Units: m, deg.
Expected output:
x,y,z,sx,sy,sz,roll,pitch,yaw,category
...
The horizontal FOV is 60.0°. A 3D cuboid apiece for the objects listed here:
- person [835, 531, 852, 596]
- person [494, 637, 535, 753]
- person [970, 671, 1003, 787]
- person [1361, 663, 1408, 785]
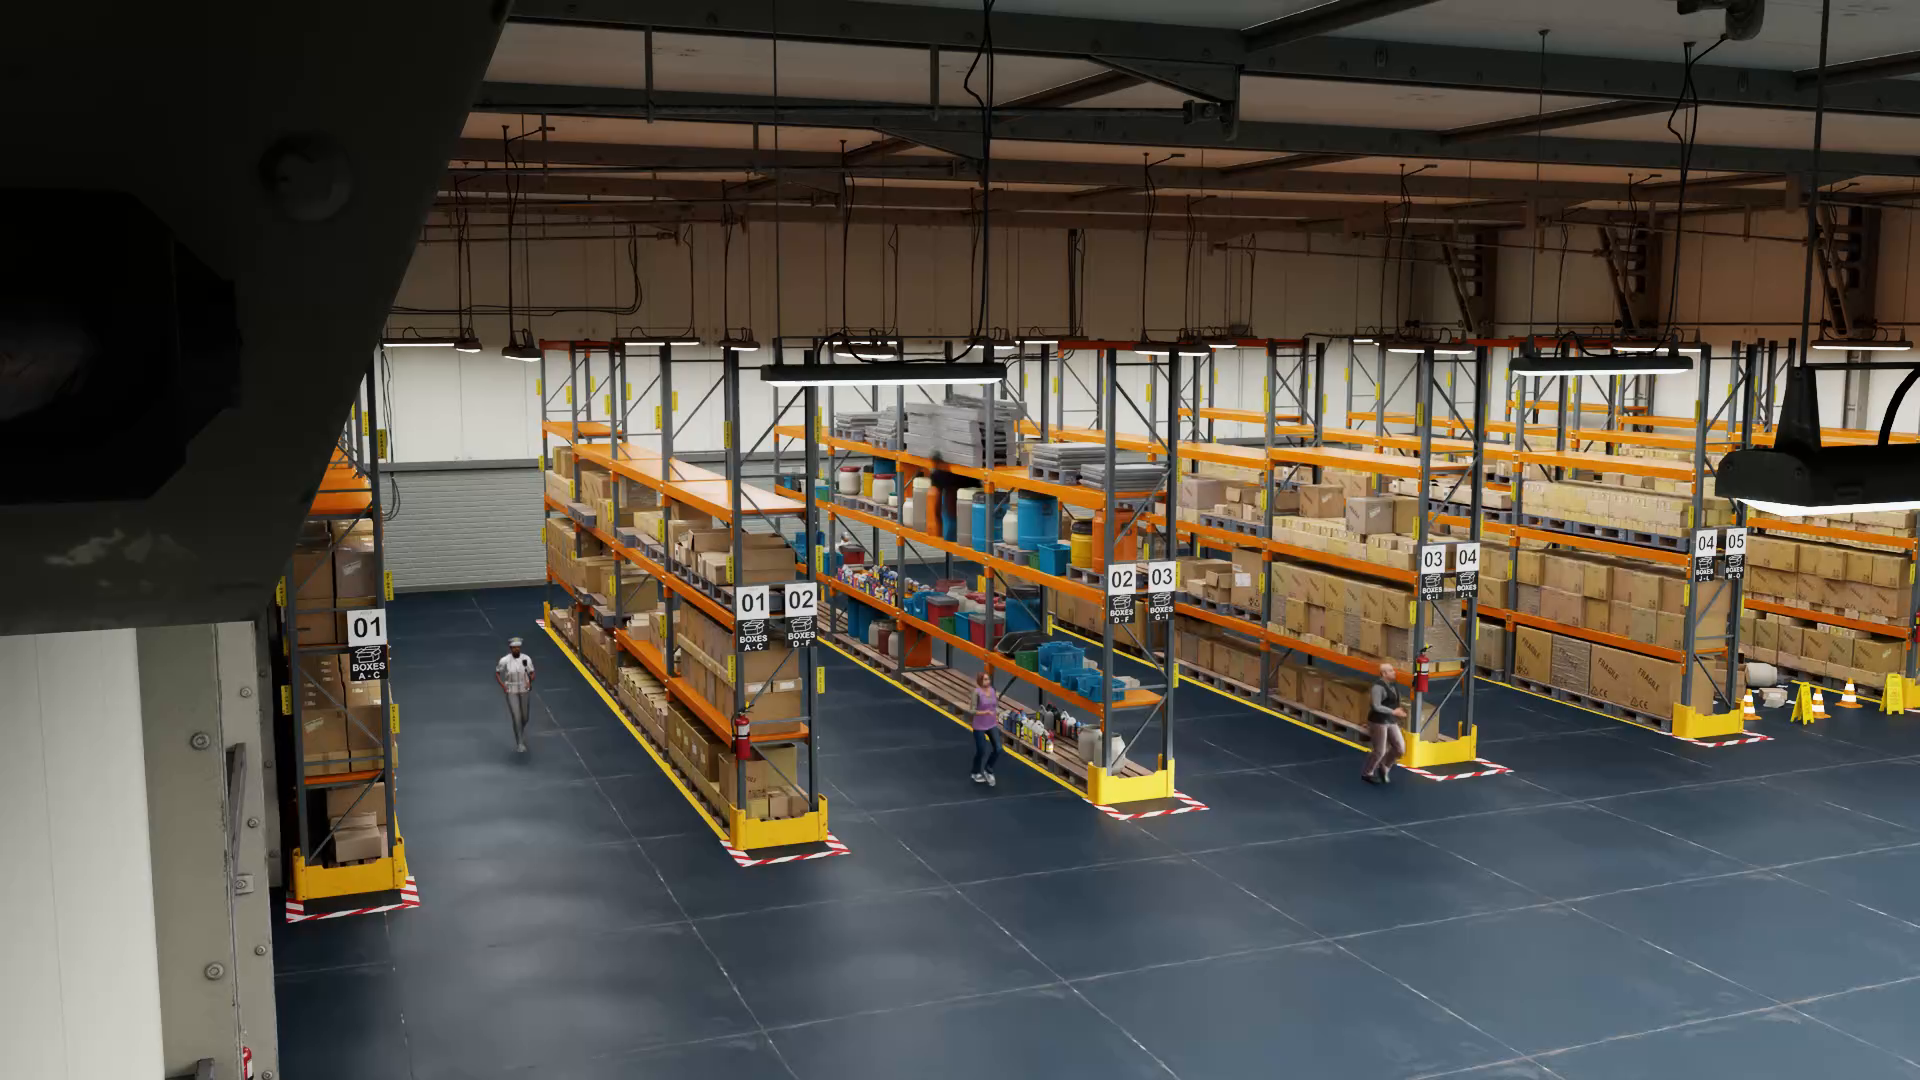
x,y,z,sx,sy,sz,roll,pitch,yaw,category
-2.679,0.597,38.185,0.788,1.662,0.751,2,8,13,person
-6.641,2.275,24.879,0.585,1.695,0.727,-4,8,-27,person
0.366,2.595,22.769,0.513,1.587,0.635,-4,9,-29,person
5.850,2.546,22.794,0.690,1.746,0.675,7,10,43,person
